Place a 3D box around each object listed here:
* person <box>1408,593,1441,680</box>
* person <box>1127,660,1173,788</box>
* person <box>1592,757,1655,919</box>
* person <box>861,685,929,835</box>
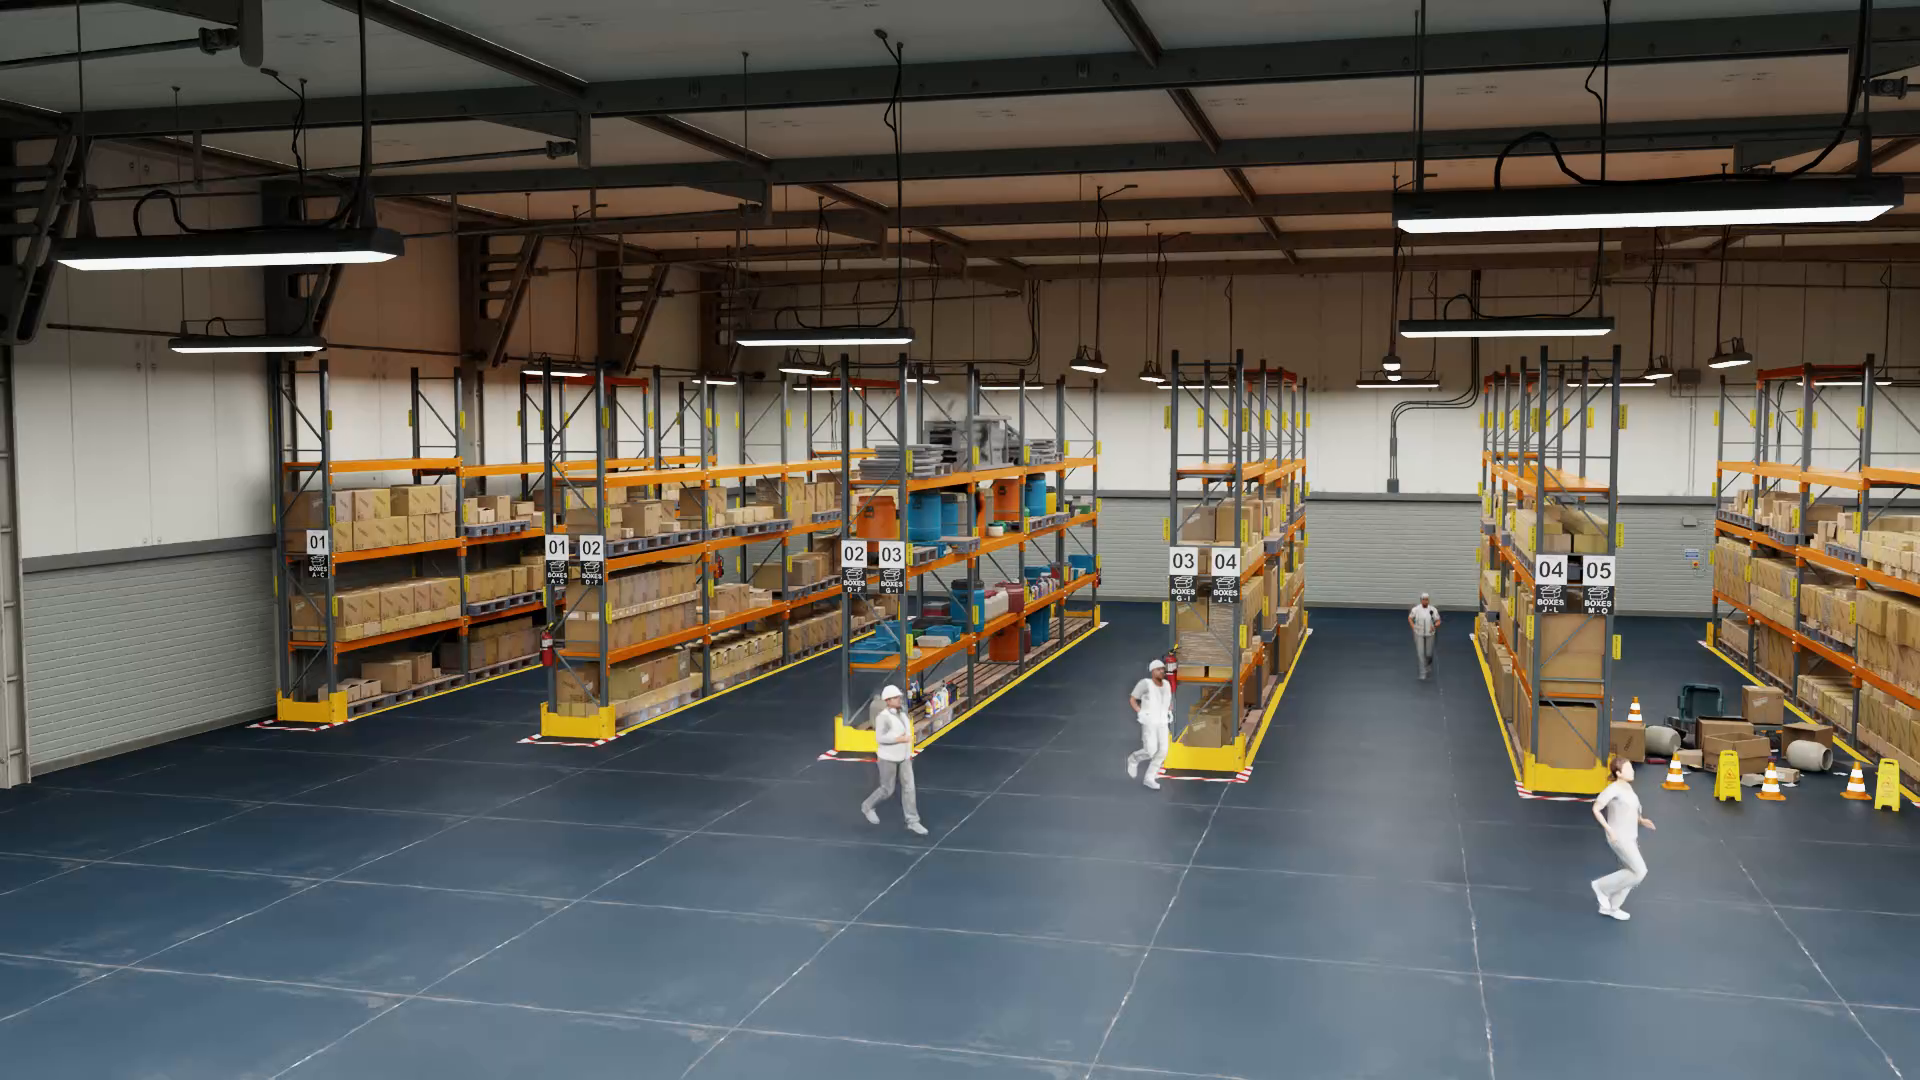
[{"bbox_3d":[9.031,1.856,32.348,0.621,1.651,0.735,1,4,14],"label":"person"},{"bbox_3d":[2.644,2.501,22.817,0.708,1.731,0.579,-2,5,-29],"label":"person"},{"bbox_3d":[6.659,2.992,16.653,0.553,1.630,0.557,4,6,44],"label":"person"},{"bbox_3d":[-0.791,2.645,20.137,0.927,1.777,0.657,3,5,38],"label":"person"}]
